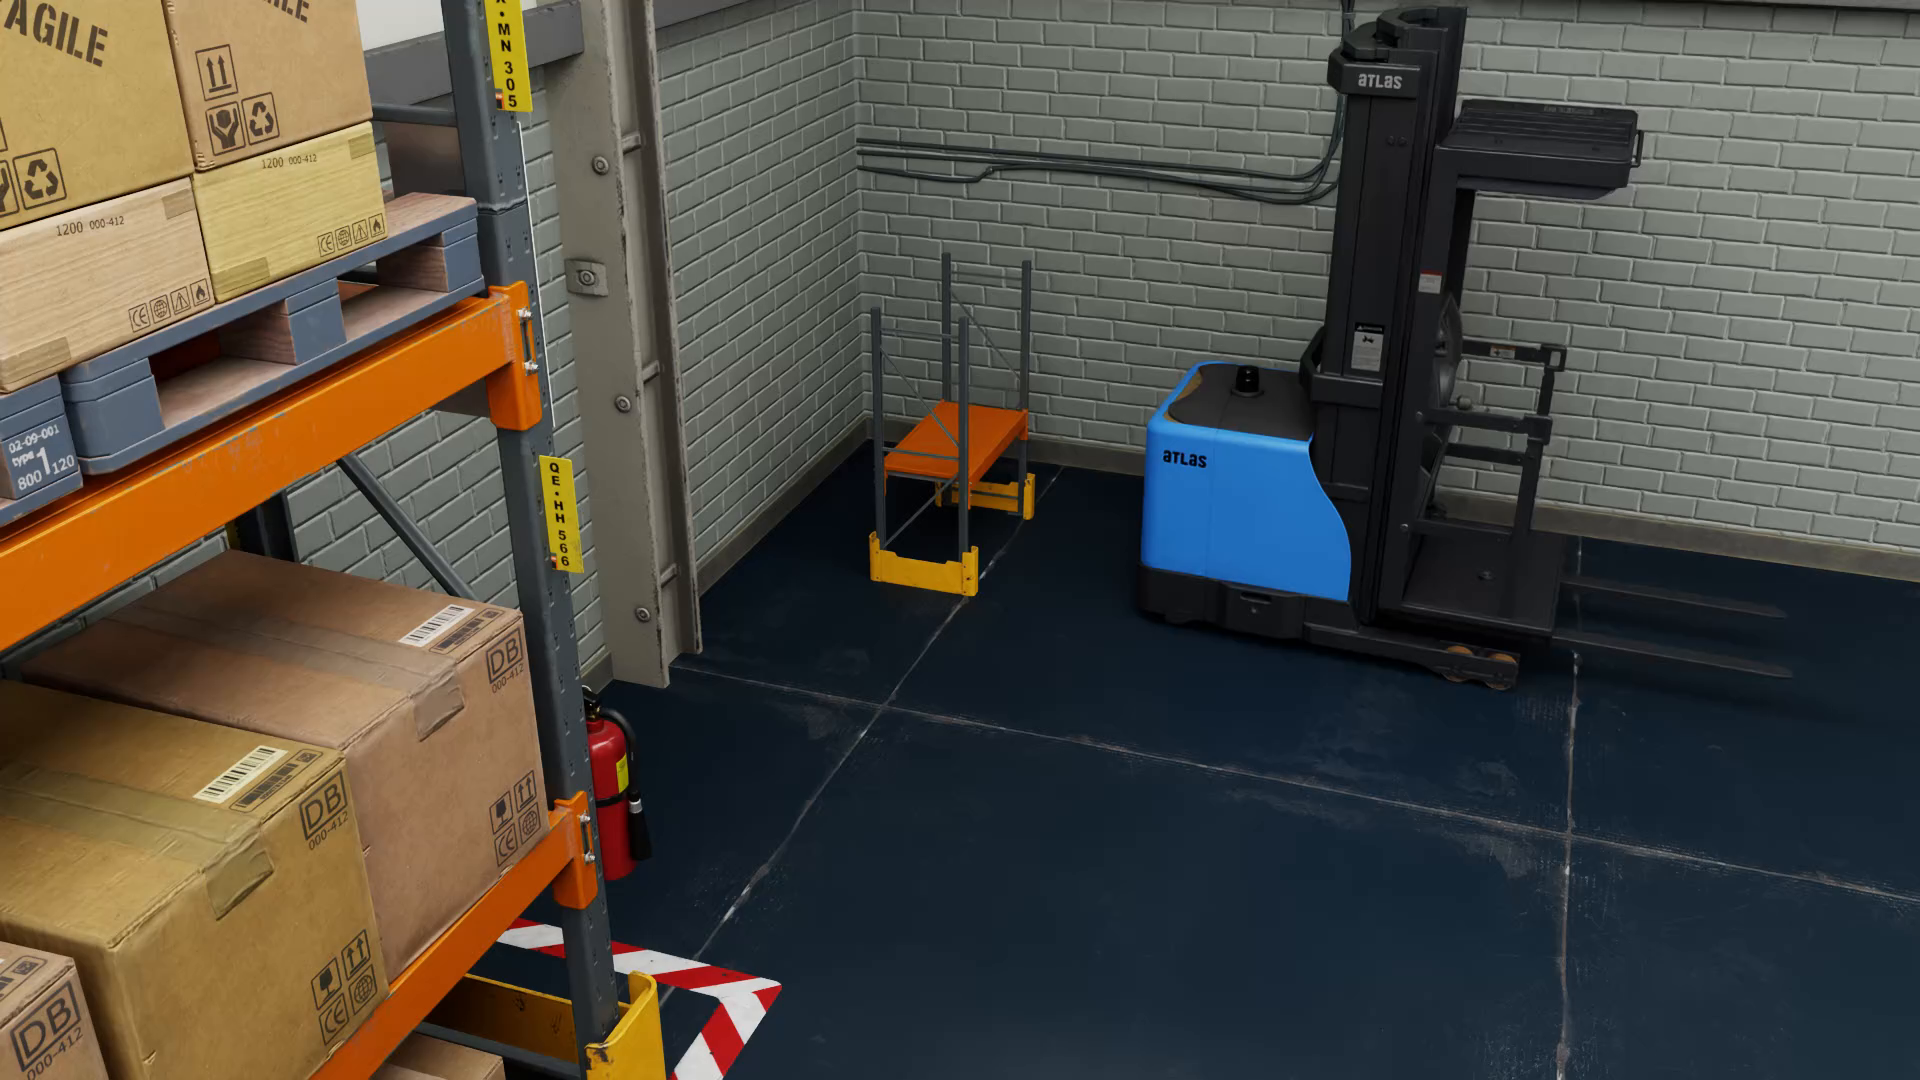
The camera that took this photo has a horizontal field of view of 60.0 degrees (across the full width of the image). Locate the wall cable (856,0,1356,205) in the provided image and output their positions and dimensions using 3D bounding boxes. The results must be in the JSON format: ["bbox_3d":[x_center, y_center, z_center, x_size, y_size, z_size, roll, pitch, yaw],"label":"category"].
[{"bbox_3d":[0.669,-3.096,8.882,3.097,2.526,0.112,9,27,17],"label":"wall cable"}]

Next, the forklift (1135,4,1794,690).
[{"bbox_3d":[2.457,-0.880,7.704,3.031,2.935,1.130,10,28,19],"label":"forklift"}]

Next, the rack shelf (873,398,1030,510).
[{"bbox_3d":[-0.028,-0.478,8.929,0.538,0.185,1.000,9,27,17],"label":"rack shelf"}]

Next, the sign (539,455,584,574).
[{"bbox_3d":[-1.043,-0.065,4.341,0.100,0.325,0.005,9,27,17],"label":"sign"}]

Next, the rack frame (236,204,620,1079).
[{"bbox_3d":[-1.550,0.479,4.819,1.000,3.000,0.127,9,27,17],"label":"rack frame"}]

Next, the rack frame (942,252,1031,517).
[{"bbox_3d":[0.141,-0.849,9.282,0.500,1.500,0.032,9,27,17],"label":"rack frame"}]

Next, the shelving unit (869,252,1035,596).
[{"bbox_3d":[-0.025,-0.644,8.858,0.587,1.500,1.083,9,27,17],"label":"shelving unit"}]

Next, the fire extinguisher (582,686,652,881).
[{"bbox_3d":[-1.065,0.686,4.907,0.296,0.674,0.183,9,27,17],"label":"fire extinguisher"}]

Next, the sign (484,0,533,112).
[{"bbox_3d":[-1.043,-1.150,3.816,0.100,0.325,0.005,9,27,17],"label":"sign"}]

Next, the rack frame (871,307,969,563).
[{"bbox_3d":[-0.198,-0.431,8.419,0.500,1.500,0.032,9,27,17],"label":"rack frame"}]

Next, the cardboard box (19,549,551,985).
[{"bbox_3d":[-1.710,0.555,4.318,0.980,0.700,0.700,10,28,20],"label":"cardboard box"}]

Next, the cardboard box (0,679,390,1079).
[{"bbox_3d":[-1.942,0.855,3.697,0.980,0.700,0.700,9,27,17],"label":"cardboard box"}]

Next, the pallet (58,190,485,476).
[{"bbox_3d":[-1.787,-0.525,3.552,1.003,0.211,1.213,9,27,17],"label":"pallet"}]

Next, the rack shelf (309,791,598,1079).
[{"bbox_3d":[-2.216,1.624,3.279,1.077,0.370,4.000,9,27,17],"label":"rack shelf"}]

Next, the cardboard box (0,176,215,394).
[{"bbox_3d":[-1.716,-0.485,2.942,0.500,0.250,0.500,8,27,15],"label":"cardboard box"}]

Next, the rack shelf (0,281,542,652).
[{"bbox_3d":[-2.216,0.274,2.625,1.077,0.370,4.000,9,27,17],"label":"rack shelf"}]

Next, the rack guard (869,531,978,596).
[{"bbox_3d":[-0.191,0.123,8.708,0.587,0.250,0.087,9,27,17],"label":"rack guard"}]

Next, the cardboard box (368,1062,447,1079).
[{"bbox_3d":[-1.560,1.504,4.344,0.380,0.149,0.250,8,27,17],"label":"cardboard box"}]

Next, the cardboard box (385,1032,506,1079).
[{"bbox_3d":[-1.689,1.717,4.649,0.700,0.500,0.500,9,27,17],"label":"cardboard box"}]

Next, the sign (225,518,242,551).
[{"bbox_3d":[-2.071,-0.030,4.785,0.100,0.325,0.005,9,27,17],"label":"sign"}]

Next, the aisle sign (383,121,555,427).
[{"bbox_3d":[-1.243,-0.678,4.224,0.394,0.787,0.004,9,27,17],"label":"aisle sign"}]

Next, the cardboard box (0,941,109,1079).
[{"bbox_3d":[-2.204,1.167,3.053,0.980,0.700,0.700,7,27,15],"label":"cardboard box"}]

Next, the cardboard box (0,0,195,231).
[{"bbox_3d":[-1.713,-0.831,2.797,0.500,0.500,0.500,10,27,19],"label":"cardboard box"}]

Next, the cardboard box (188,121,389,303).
[{"bbox_3d":[-1.544,-0.699,3.384,0.500,0.250,0.500,10,27,19],"label":"cardboard box"}]

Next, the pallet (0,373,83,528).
[{"bbox_3d":[-2.191,-0.022,2.513,1.003,0.211,1.213,9,27,17],"label":"pallet"}]

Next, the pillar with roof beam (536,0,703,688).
[{"bbox_3d":[2.592,-2.832,4.773,9.100,9.000,0.400,9,27,17],"label":"pillar with roof beam"}]

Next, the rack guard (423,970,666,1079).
[{"bbox_3d":[-1.542,1.594,5.385,1.175,0.500,0.348,9,27,17],"label":"rack guard"}]

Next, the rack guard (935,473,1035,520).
[{"bbox_3d":[0.140,-0.286,9.554,0.587,0.250,0.087,9,27,17],"label":"rack guard"}]

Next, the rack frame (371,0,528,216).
[{"bbox_3d":[-1.550,-2.222,3.512,1.000,3.000,0.127,9,27,17],"label":"rack frame"}]

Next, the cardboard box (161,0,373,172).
[{"bbox_3d":[-1.536,-1.035,3.219,0.500,0.500,0.500,9,27,17],"label":"cardboard box"}]
